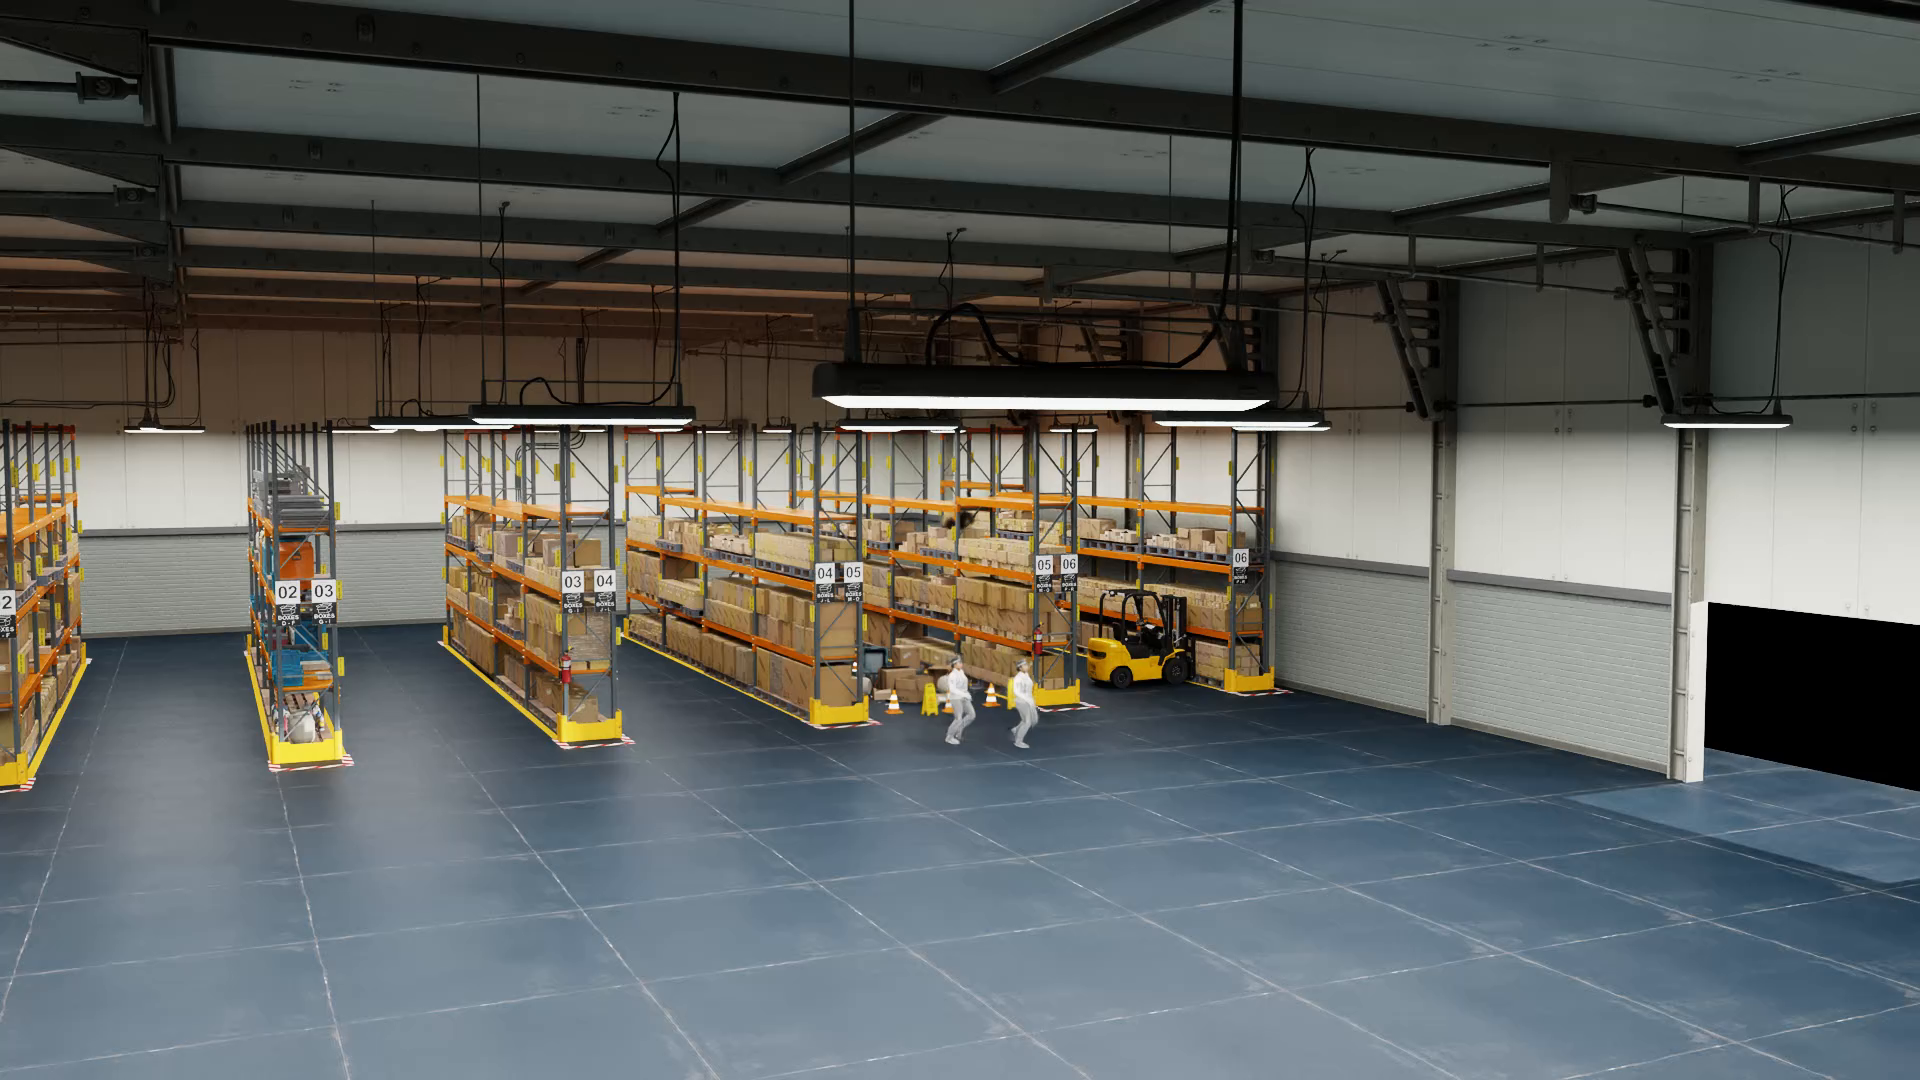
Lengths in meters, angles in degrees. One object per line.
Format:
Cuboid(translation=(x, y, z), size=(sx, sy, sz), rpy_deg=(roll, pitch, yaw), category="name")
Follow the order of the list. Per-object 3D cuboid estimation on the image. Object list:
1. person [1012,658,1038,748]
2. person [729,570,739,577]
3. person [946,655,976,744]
Cuboid(translation=(1.189, 2.988, 30.591), size=(0.472, 1.663, 0.624), rpy_deg=(1, 4, 23), category="person")
Cuboid(translation=(-6.878, 1.659, 50.390), size=(1.007, 1.776, 0.670), rpy_deg=(-2, 4, -25), category="person")
Cuboid(translation=(0.005, 2.957, 30.920), size=(0.574, 1.656, 0.629), rpy_deg=(2, 4, 27), category="person")
